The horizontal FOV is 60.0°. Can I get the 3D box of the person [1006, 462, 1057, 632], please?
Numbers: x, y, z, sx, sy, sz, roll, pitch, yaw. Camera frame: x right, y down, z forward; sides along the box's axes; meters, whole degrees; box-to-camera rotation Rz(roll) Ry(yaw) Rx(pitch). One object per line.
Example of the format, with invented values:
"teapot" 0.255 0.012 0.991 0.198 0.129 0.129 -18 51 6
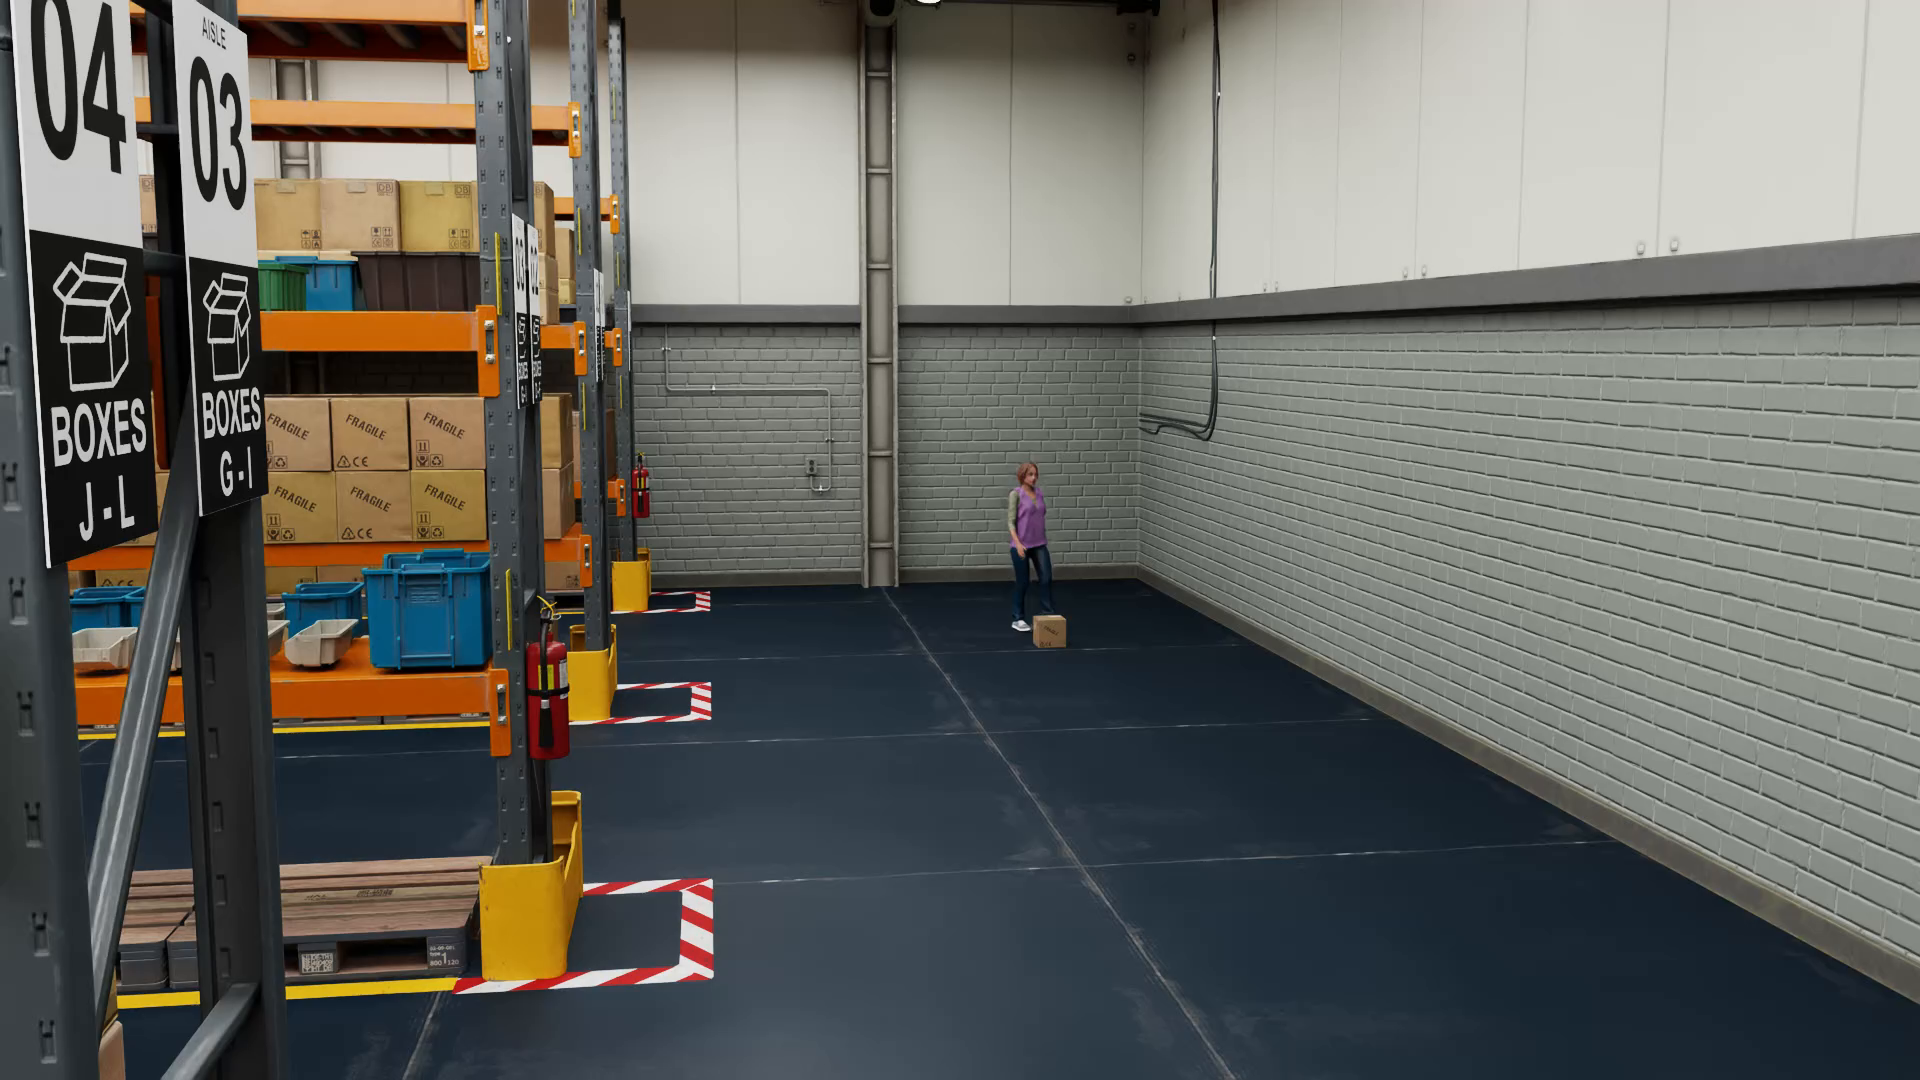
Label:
"person" 0.678 0.082 15.264 0.470 1.582 0.718 -3 7 -26
